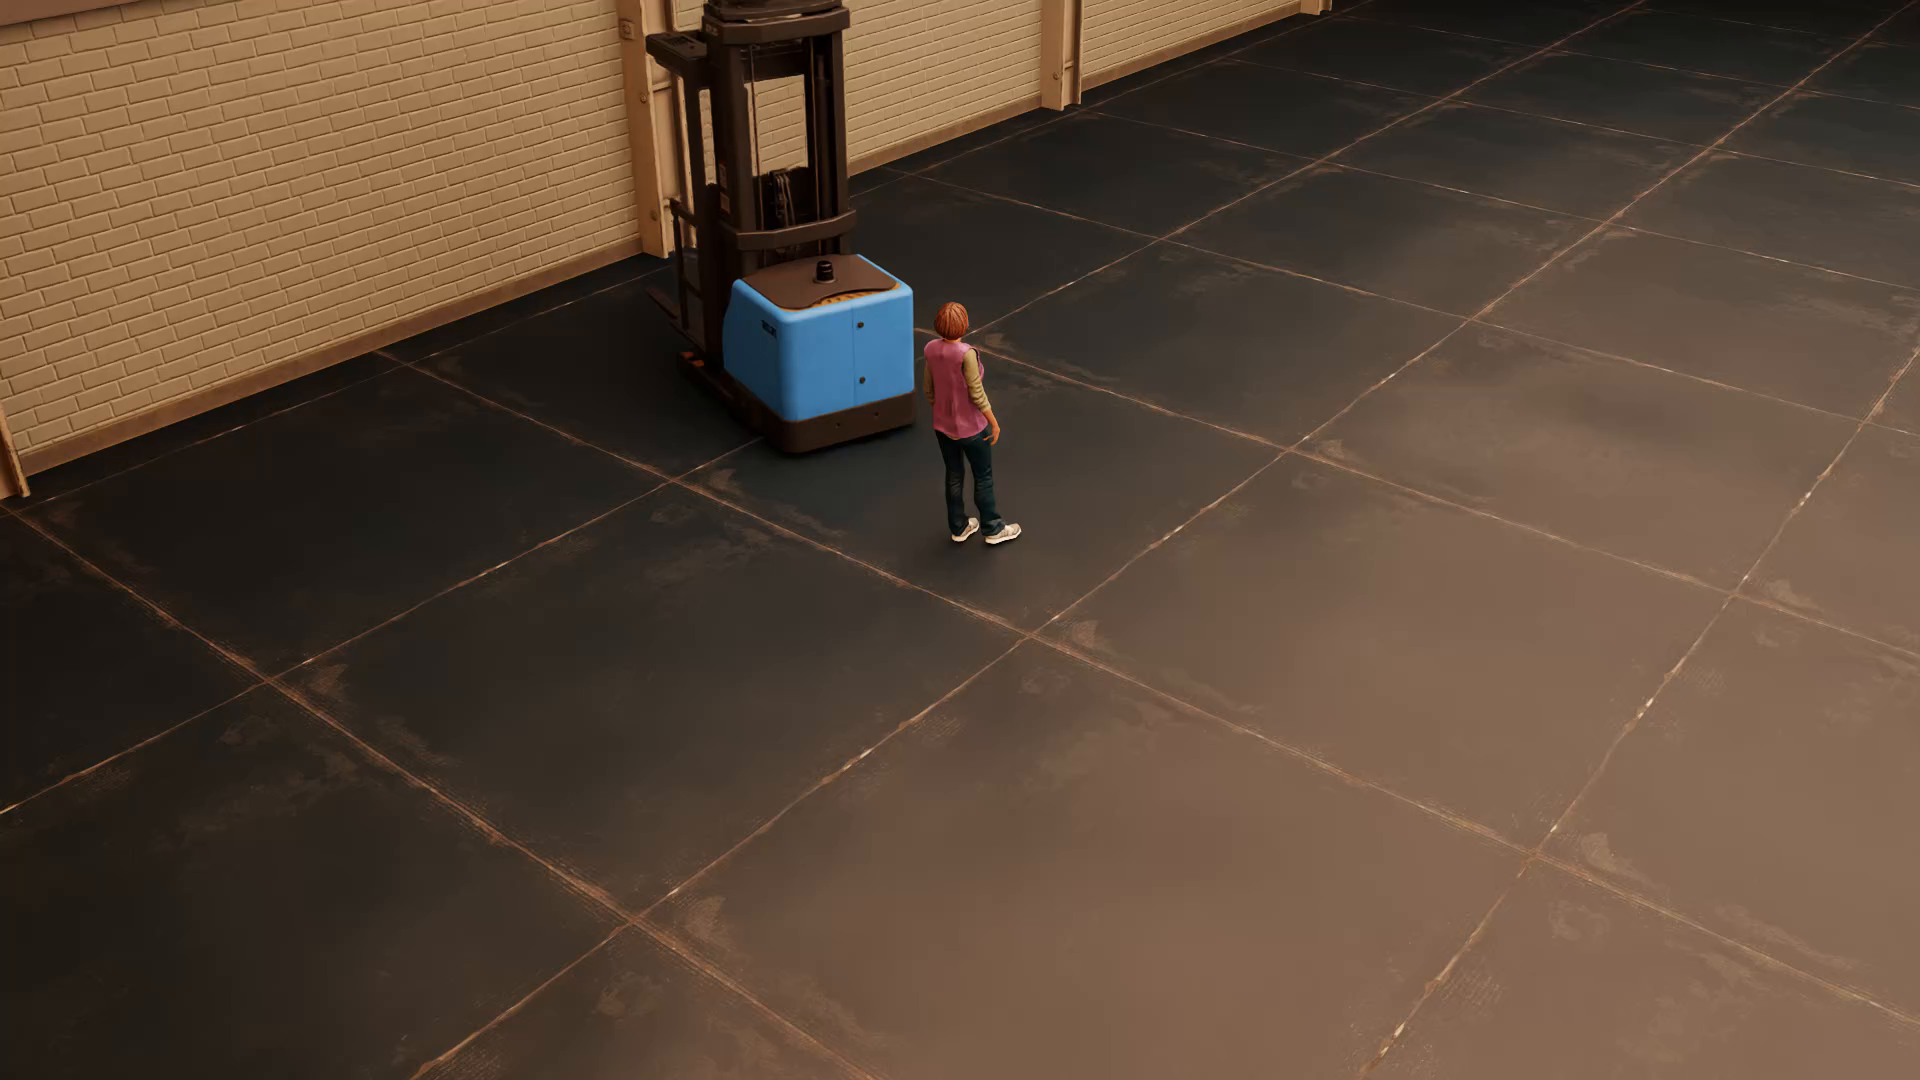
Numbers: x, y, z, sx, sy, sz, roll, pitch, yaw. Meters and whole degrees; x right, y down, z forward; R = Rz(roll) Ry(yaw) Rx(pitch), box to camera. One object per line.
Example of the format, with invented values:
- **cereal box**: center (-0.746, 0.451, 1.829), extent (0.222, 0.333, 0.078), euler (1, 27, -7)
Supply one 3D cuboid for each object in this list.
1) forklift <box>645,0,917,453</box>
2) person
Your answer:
- **forklift**: center (-1.503, -2.565, 11.984), extent (1.130, 2.935, 3.031), euler (-17, 34, -27)
- **person**: center (0.058, -0.718, 10.138), extent (0.521, 1.592, 0.473), euler (22, 37, 33)
